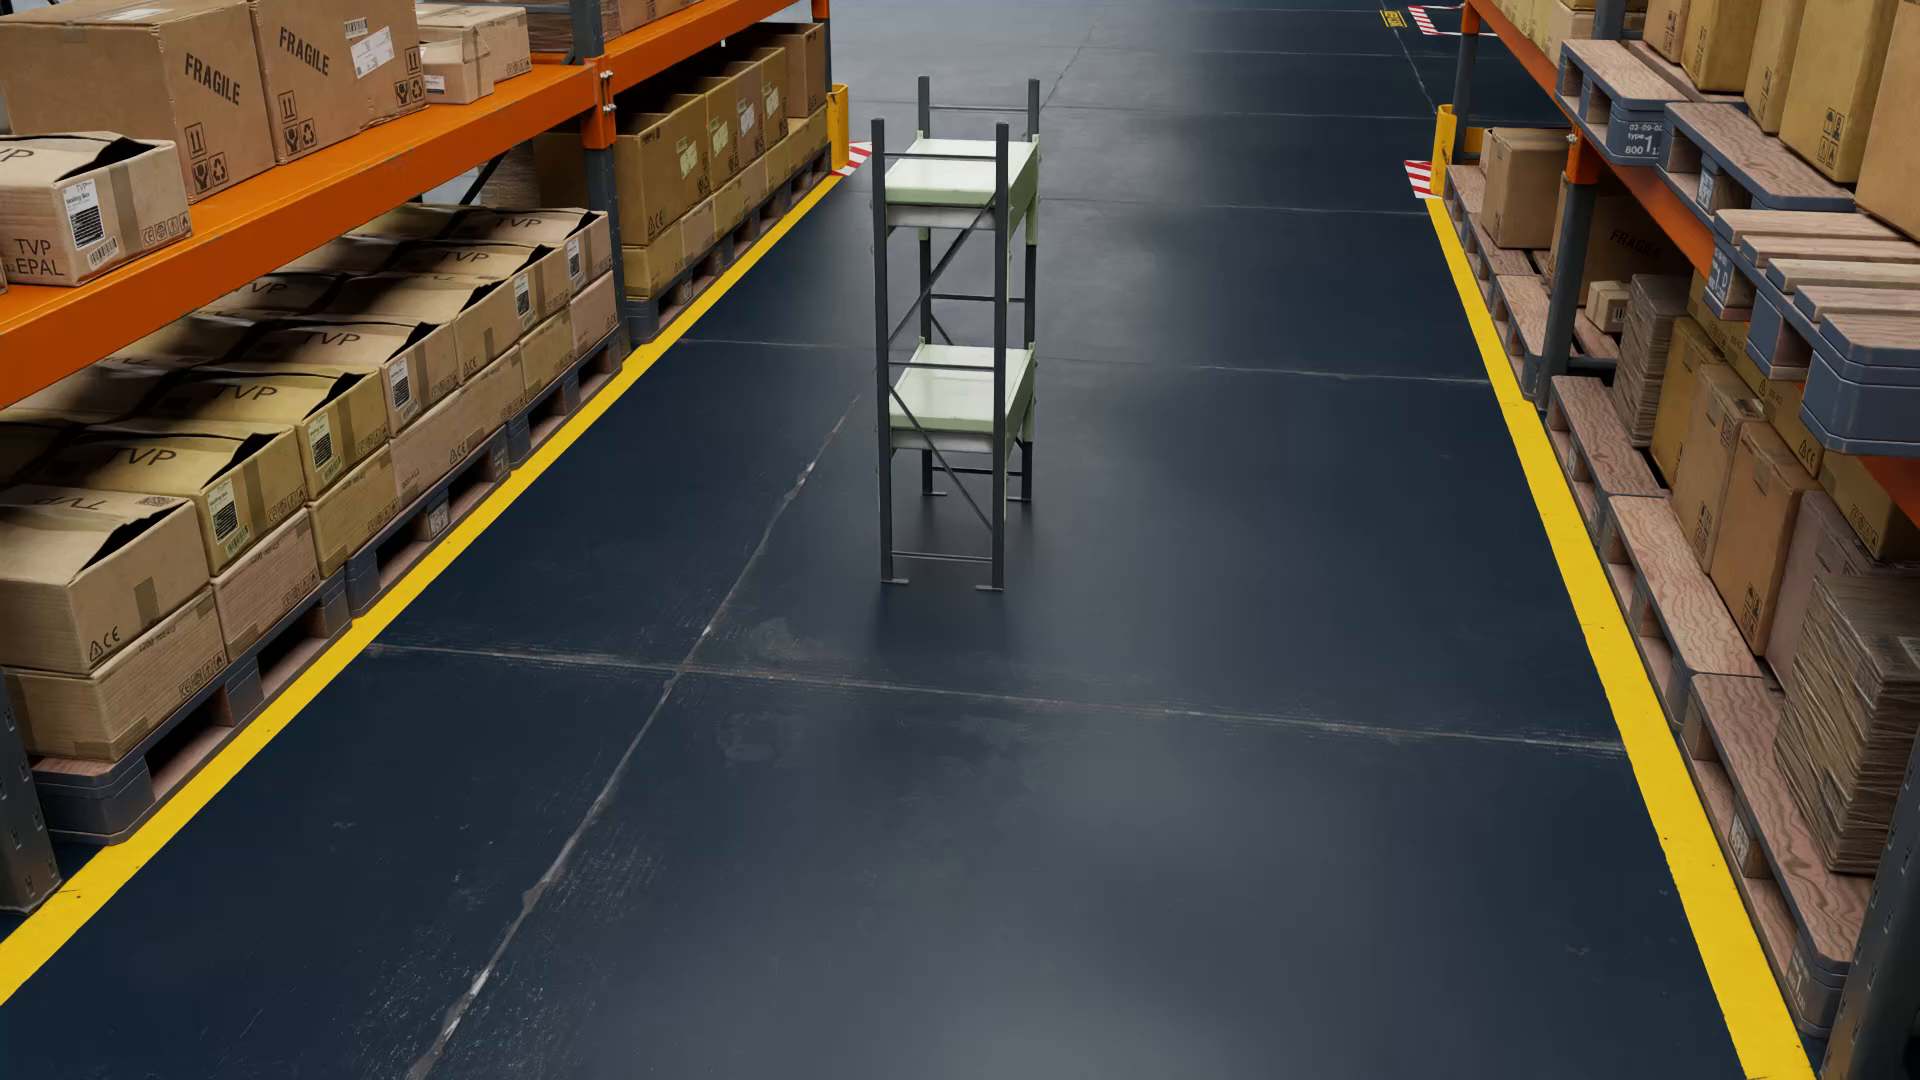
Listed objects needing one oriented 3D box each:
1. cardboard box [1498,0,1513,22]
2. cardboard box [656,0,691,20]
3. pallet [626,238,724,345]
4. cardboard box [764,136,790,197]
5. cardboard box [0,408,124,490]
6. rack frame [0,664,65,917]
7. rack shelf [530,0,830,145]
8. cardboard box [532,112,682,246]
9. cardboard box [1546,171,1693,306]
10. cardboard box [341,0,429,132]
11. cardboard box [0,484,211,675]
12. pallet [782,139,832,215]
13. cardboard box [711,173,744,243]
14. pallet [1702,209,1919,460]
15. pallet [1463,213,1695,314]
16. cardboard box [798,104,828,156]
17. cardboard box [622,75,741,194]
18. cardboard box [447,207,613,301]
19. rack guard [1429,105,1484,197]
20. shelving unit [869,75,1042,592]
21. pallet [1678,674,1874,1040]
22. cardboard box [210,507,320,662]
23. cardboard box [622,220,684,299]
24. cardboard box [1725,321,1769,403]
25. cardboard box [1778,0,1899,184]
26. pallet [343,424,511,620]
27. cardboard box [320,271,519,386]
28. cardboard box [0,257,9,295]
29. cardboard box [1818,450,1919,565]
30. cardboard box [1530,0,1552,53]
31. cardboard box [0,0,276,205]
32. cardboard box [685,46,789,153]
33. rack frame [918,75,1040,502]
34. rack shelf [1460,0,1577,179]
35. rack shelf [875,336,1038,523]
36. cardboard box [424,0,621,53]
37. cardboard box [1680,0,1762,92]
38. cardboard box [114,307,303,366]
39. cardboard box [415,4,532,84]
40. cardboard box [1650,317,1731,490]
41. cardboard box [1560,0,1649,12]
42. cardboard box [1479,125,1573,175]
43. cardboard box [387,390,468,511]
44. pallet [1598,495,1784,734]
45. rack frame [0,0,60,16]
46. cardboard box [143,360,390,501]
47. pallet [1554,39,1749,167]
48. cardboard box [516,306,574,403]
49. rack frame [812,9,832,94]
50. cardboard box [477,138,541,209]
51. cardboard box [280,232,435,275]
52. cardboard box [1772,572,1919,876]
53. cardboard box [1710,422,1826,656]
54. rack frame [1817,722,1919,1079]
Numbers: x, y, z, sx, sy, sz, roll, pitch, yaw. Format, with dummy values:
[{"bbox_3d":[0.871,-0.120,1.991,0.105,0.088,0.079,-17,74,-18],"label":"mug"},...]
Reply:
[{"bbox_3d":[2.907,-2.662,8.052,0.500,0.250,0.500,4,25,9],"label":"cardboard box"},{"bbox_3d":[-1.764,-2.876,8.238,0.700,0.500,0.500,4,25,9],"label":"cardboard box"},{"bbox_3d":[-1.825,-1.281,8.237,1.003,0.211,1.213,4,25,9],"label":"pallet"},{"bbox_3d":[-1.289,-2.168,9.591,0.500,0.250,0.500,4,25,9],"label":"cardboard box"},{"bbox_3d":[-2.729,-0.194,4.712,0.500,0.311,0.500,4,25,8],"label":"cardboard box"},{"bbox_3d":[-2.650,-0.541,3.367,1.000,3.000,0.127,4,25,9],"label":"rack frame"},{"bbox_3d":[-1.670,-2.725,8.881,1.077,0.370,4.000,4,25,9],"label":"rack shelf"},{"bbox_3d":[-1.612,-1.671,7.644,0.500,0.500,0.500,4,25,9],"label":"cardboard box"},{"bbox_3d":[3.021,-1.376,7.581,0.500,0.500,0.500,2,25,5],"label":"cardboard box"},{"bbox_3d":[-2.224,-1.719,5.766,0.500,0.500,0.500,6,26,12],"label":"cardboard box"},{"bbox_3d":[-2.275,0.062,4.167,0.500,0.311,0.500,5,26,10],"label":"cardboard box"},{"bbox_3d":[-1.426,-2.301,10.417,1.003,0.211,1.213,4,25,9],"label":"pallet"},{"bbox_3d":[-1.448,-1.749,8.697,0.500,0.250,0.500,4,25,9],"label":"cardboard box"},{"bbox_3d":[2.249,-0.418,3.331,1.213,0.211,1.003,4,25,9],"label":"pallet"},{"bbox_3d":[3.163,-1.404,8.501,1.003,0.211,1.213,4,25,9],"label":"pallet"},{"bbox_3d":[-1.139,-2.587,10.486,0.500,0.250,0.500,4,25,9],"label":"cardboard box"},{"bbox_3d":[-1.448,-2.089,8.538,0.500,0.500,0.500,4,25,9],"label":"cardboard box"},{"bbox_3d":[-1.780,-1.223,6.912,0.500,0.311,0.500,4,25,9],"label":"cardboard box"},{"bbox_3d":[3.533,-2.381,10.248,1.175,0.500,0.348,4,25,9],"label":"rack guard"},{"bbox_3d":[0.001,-0.682,5.438,0.431,1.500,0.755,4,25,9],"label":"shelving unit"},{"bbox_3d":[2.367,0.737,3.927,1.003,0.211,1.213,4,25,9],"label":"pallet"},{"bbox_3d":[-2.194,0.105,4.735,0.500,0.250,0.500,3,25,7],"label":"cardboard box"},{"bbox_3d":[-1.622,-1.332,7.805,0.500,0.250,0.500,4,25,9],"label":"cardboard box"},{"bbox_3d":[2.637,-0.568,4.970,0.500,0.250,0.500,3,25,7],"label":"cardboard box"},{"bbox_3d":[2.486,-1.164,4.061,0.700,0.500,0.500,4,25,9],"label":"cardboard box"},{"bbox_3d":[-2.275,-0.128,5.775,1.003,0.211,1.213,4,25,9],"label":"pallet"},{"bbox_3d":[-1.943,-0.797,6.001,0.500,0.311,0.500,4,25,8],"label":"cardboard box"},{"bbox_3d":[-2.548,-0.650,3.705,0.500,0.311,0.500,6,26,12],"label":"cardboard box"},{"bbox_3d":[2.459,-0.145,4.066,0.500,0.250,0.500,4,25,10],"label":"cardboard box"},{"bbox_3d":[2.759,-2.240,7.151,0.500,0.250,0.500,4,25,9],"label":"cardboard box"},{"bbox_3d":[-2.392,-1.289,4.848,0.500,0.500,0.500,3,25,6],"label":"cardboard box"},{"bbox_3d":[-1.286,-2.507,9.431,0.500,0.500,0.500,4,25,9],"label":"cardboard box"},{"bbox_3d":[0.061,-0.835,5.765,0.400,1.500,0.023,4,25,9],"label":"rack frame"},{"bbox_3d":[3.218,-2.383,8.151,1.077,0.370,4.000,4,25,9],"label":"rack shelf"},{"bbox_3d":[0.001,-0.387,5.576,0.431,0.370,0.720,4,25,9],"label":"rack shelf"},{"bbox_3d":[-1.930,-2.445,7.318,0.700,0.500,0.500,3,25,7],"label":"cardboard box"},{"bbox_3d":[2.676,-1.673,5.149,0.700,0.500,0.500,7,26,14],"label":"cardboard box"},{"bbox_3d":[-2.560,-0.614,5.610,0.500,0.311,0.500,5,25,10],"label":"cardboard box"},{"bbox_3d":[-2.034,-1.937,6.527,0.500,0.250,0.500,6,26,12],"label":"cardboard box"},{"bbox_3d":[2.752,-0.411,5.519,0.700,0.500,0.500,4,25,7],"label":"cardboard box"},{"bbox_3d":[2.663,-2.372,6.548,0.500,0.500,0.500,4,25,8],"label":"cardboard box"},{"bbox_3d":[3.343,-2.243,9.657,0.500,0.311,0.500,1,25,3],"label":"cardboard box"},{"bbox_3d":[-2.030,-0.327,5.658,0.500,0.250,0.500,5,25,10],"label":"cardboard box"},{"bbox_3d":[2.568,0.228,5.013,1.003,0.211,1.213,4,25,9],"label":"pallet"},{"bbox_3d":[-6.229,-4.232,11.252,1.000,3.000,0.127,4,25,9],"label":"rack frame"},{"bbox_3d":[-2.112,-0.372,5.093,0.500,0.311,0.500,3,25,7],"label":"cardboard box"},{"bbox_3d":[2.623,-1.476,5.591,1.003,0.211,1.213,4,25,9],"label":"pallet"},{"bbox_3d":[-1.863,-0.754,6.570,0.500,0.250,0.500,4,25,8],"label":"cardboard box"},{"bbox_3d":[-1.343,-3.887,10.515,1.000,3.000,0.127,4,25,9],"label":"rack frame"},{"bbox_3d":[-2.043,-1.916,8.168,0.500,0.500,0.500,4,25,9],"label":"cardboard box"},{"bbox_3d":[-2.397,-1.048,6.537,0.500,0.311,0.500,4,25,8],"label":"cardboard box"},{"bbox_3d":[2.304,0.429,3.725,0.700,0.500,0.500,4,25,9],"label":"cardboard box"},{"bbox_3d":[2.556,0.012,4.616,0.700,0.500,0.500,4,25,8],"label":"cardboard box"},{"bbox_3d":[2.238,-0.199,2.637,1.000,3.000,0.127,4,25,9],"label":"rack frame"}]
